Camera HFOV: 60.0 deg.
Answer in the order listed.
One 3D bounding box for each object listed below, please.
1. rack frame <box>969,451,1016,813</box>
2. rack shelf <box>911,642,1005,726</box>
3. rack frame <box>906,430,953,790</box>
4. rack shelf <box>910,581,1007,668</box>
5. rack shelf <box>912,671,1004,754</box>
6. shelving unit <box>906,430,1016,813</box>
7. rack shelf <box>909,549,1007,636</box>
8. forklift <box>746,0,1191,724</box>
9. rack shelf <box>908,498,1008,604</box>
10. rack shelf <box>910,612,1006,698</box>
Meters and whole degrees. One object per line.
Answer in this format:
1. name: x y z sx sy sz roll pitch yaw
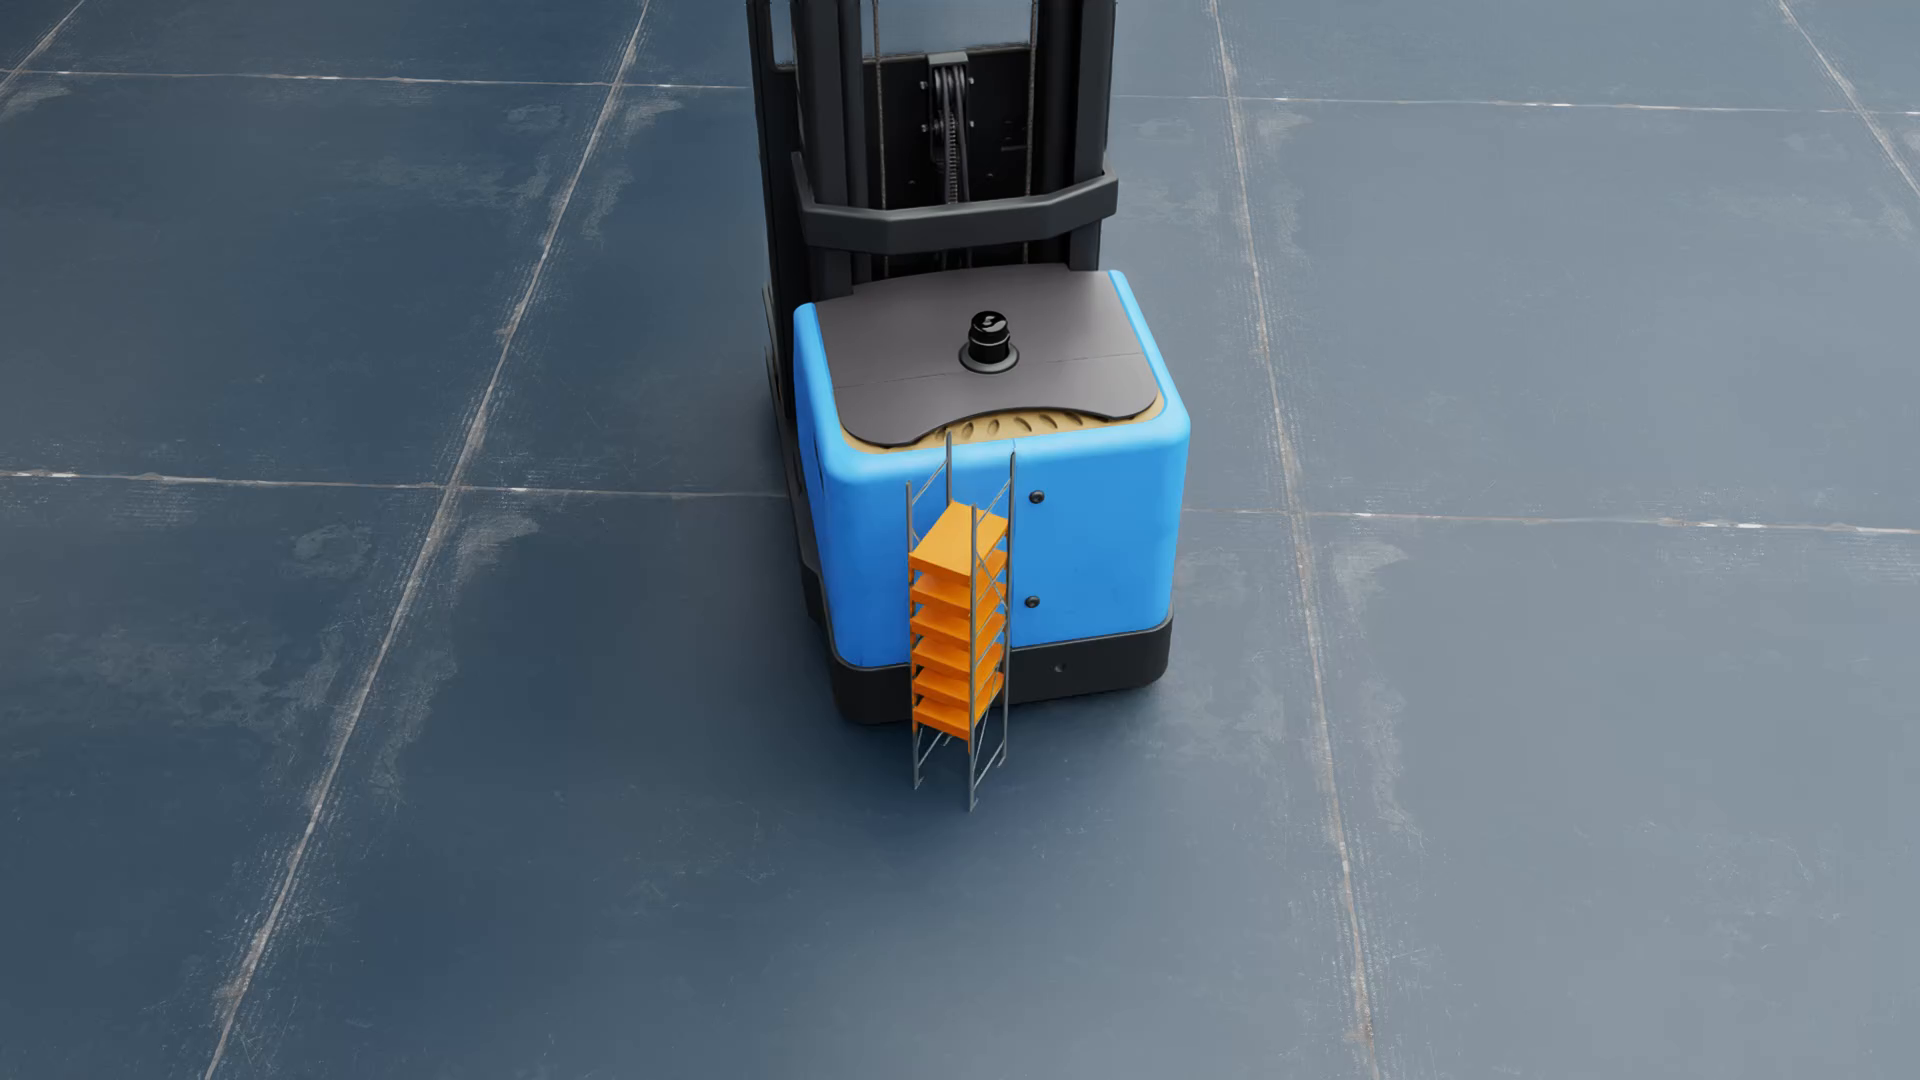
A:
1. rack frame: 0.084 0.287 4.560 0.006 1.200 0.240 19 46 19
2. rack shelf: 0.002 0.380 4.702 0.180 0.103 0.258 19 46 19
3. rack frame: -0.079 0.231 4.621 0.006 1.200 0.240 19 46 19
4. rack shelf: 0.002 0.203 4.539 0.180 0.103 0.258 19 46 19
5. rack shelf: 0.002 0.468 4.783 0.180 0.103 0.258 19 46 19
6. shelving unit: 0.002 0.259 4.591 0.189 1.200 0.258 19 46 19
7. rack shelf: 0.003 0.115 4.458 0.180 0.103 0.258 19 46 19
8. forklift: -0.126 -1.529 5.241 1.130 2.935 3.031 -7 43 -8
9. rack shelf: 0.003 0.027 4.377 0.180 0.103 0.258 19 46 19
10. rack shelf: 0.002 0.291 4.621 0.180 0.103 0.258 19 46 19
